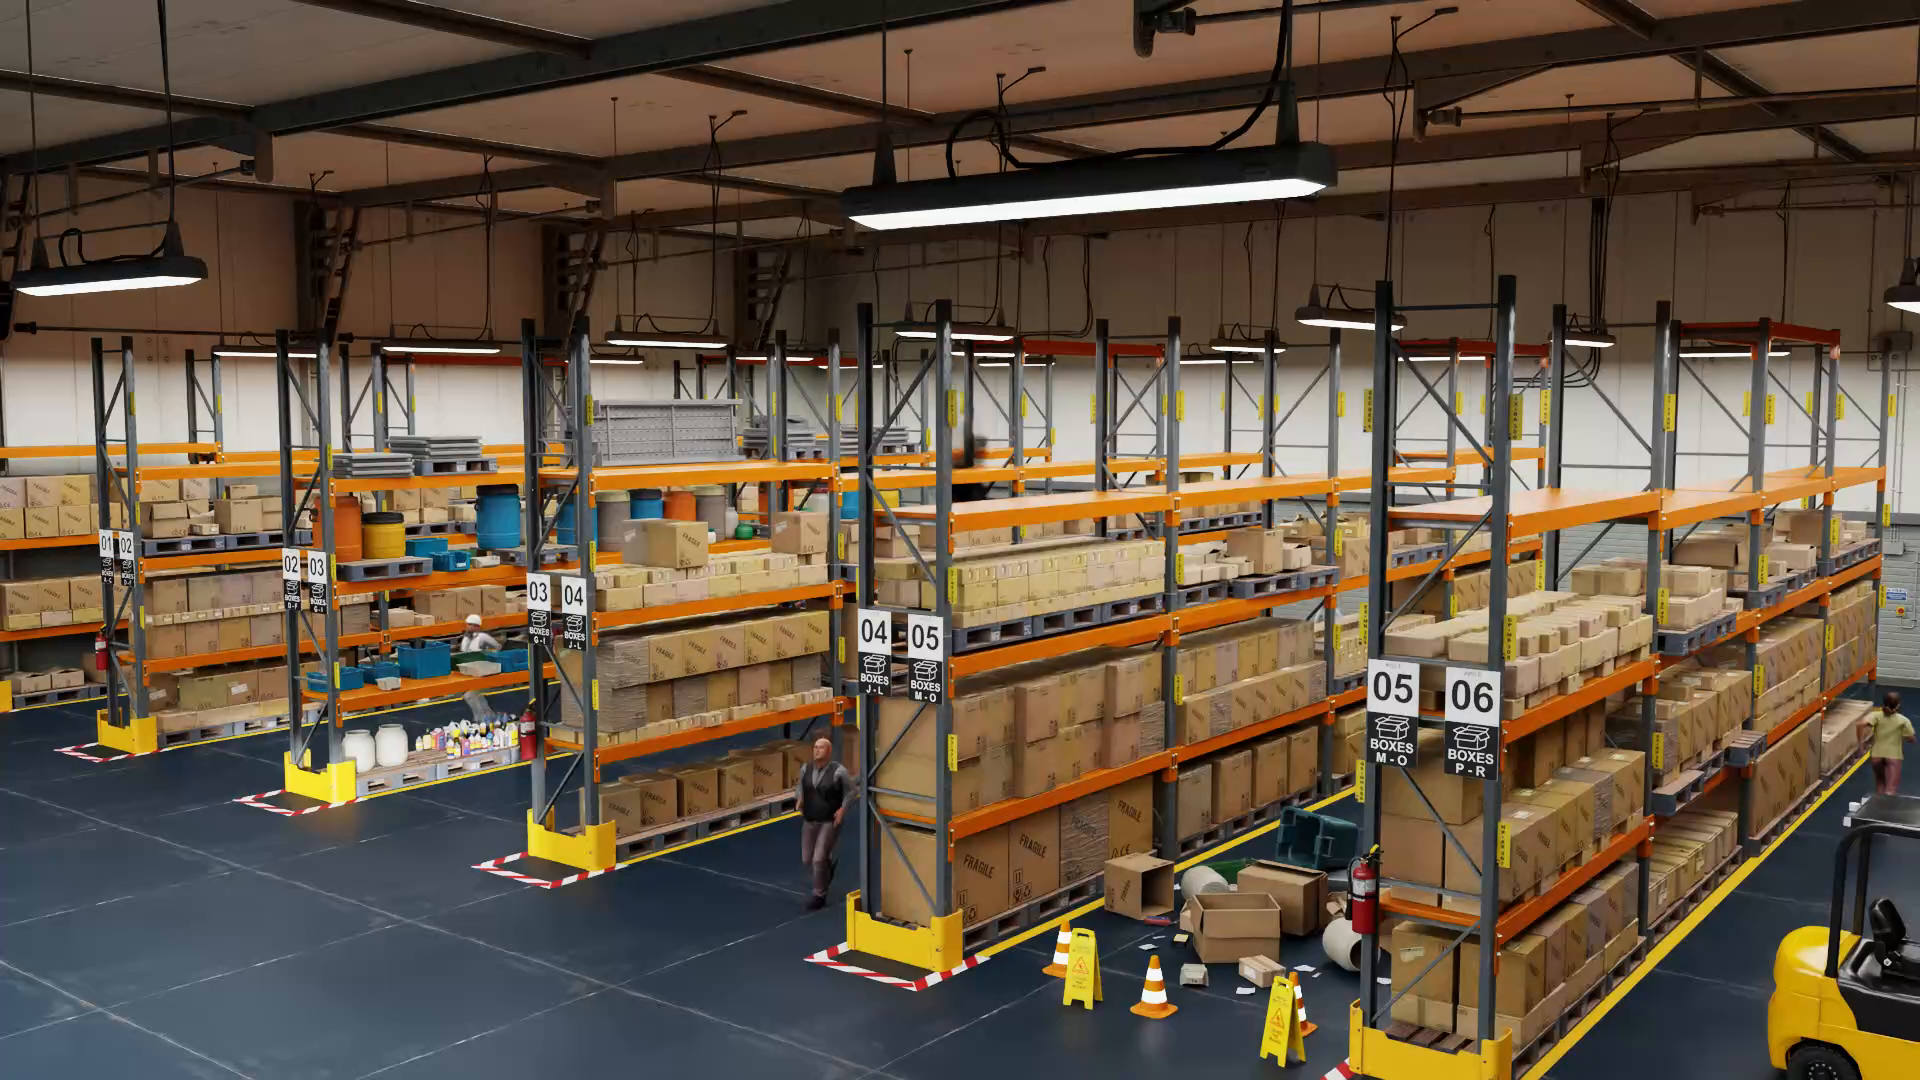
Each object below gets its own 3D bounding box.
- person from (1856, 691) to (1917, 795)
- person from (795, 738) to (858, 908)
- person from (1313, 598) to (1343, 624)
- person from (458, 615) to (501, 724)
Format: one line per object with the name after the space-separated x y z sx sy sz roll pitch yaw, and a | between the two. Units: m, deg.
10.875 2.634 19.560 0.581 1.709 0.871 5 7 43 | person
-1.390 2.851 16.921 0.664 1.684 0.667 2 5 24 | person
6.666 1.781 30.004 0.592 1.546 0.568 0 5 5 | person
-7.490 2.067 25.714 0.671 1.834 0.733 3 6 35 | person
